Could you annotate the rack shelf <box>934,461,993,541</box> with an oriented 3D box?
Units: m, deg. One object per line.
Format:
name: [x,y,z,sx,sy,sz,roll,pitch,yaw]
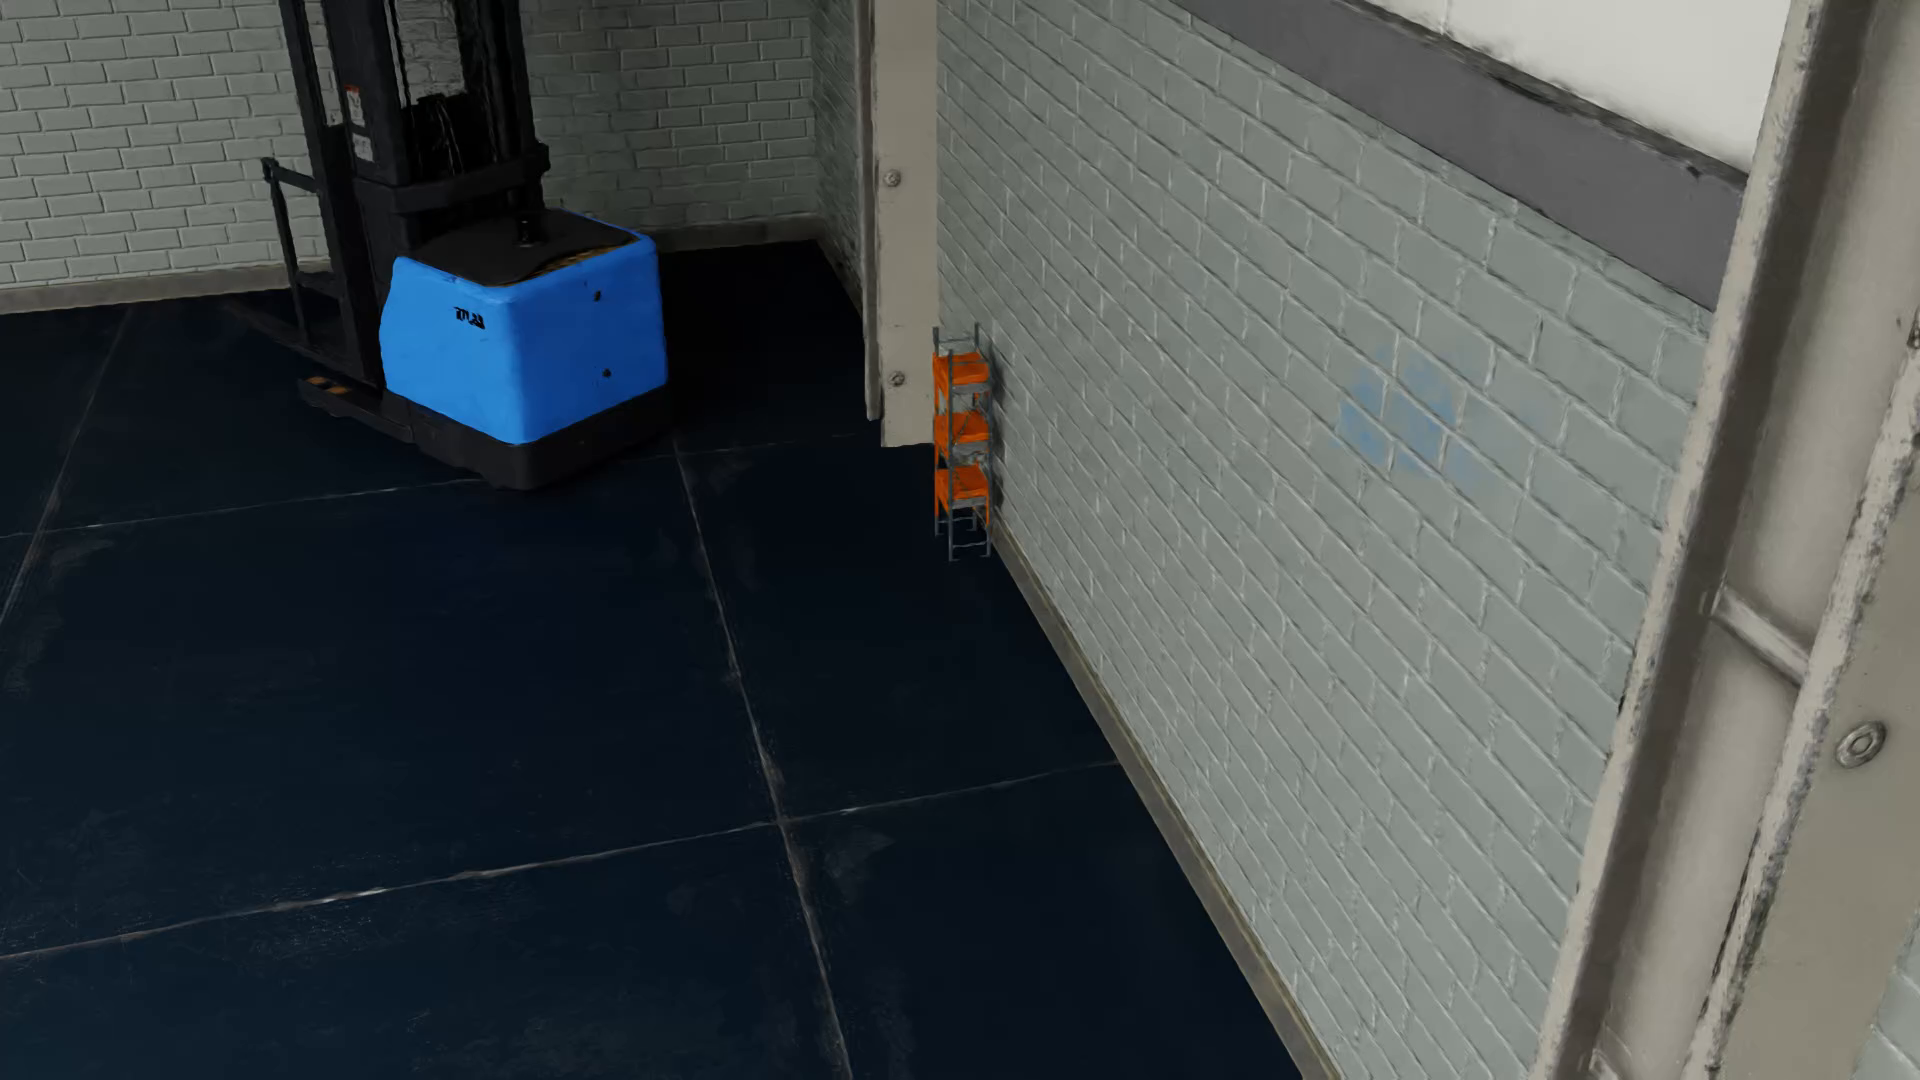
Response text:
rack shelf: [0.014,-0.179,7.587,0.215,0.259,0.240,-8,31,-13]

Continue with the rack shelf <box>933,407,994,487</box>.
rack shelf: [0.014,-0.419,7.448,0.215,0.259,0.240,-8,31,-13]

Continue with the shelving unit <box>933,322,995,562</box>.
shelving unit: [0.014,-0.429,7.442,0.215,1.050,0.252,-8,31,-13]

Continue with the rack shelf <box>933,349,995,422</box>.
rack shelf: [0.014,-0.665,7.306,0.215,0.259,0.240,-8,31,-13]

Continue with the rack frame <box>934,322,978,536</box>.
rack frame: [-0.018,-0.487,7.544,0.200,1.050,0.008,-8,31,-13]

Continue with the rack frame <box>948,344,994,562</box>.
rack frame: [0.047,-0.370,7.341,0.200,1.050,0.008,-8,31,-13]

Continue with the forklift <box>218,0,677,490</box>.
forklift: [-2.940,-2.106,8.462,3.031,2.935,1.130,22,37,33]

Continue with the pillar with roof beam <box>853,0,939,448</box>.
pillar with roof beam: [-4.453,-3.912,5.526,9.100,9.000,0.400,-8,31,-13]
